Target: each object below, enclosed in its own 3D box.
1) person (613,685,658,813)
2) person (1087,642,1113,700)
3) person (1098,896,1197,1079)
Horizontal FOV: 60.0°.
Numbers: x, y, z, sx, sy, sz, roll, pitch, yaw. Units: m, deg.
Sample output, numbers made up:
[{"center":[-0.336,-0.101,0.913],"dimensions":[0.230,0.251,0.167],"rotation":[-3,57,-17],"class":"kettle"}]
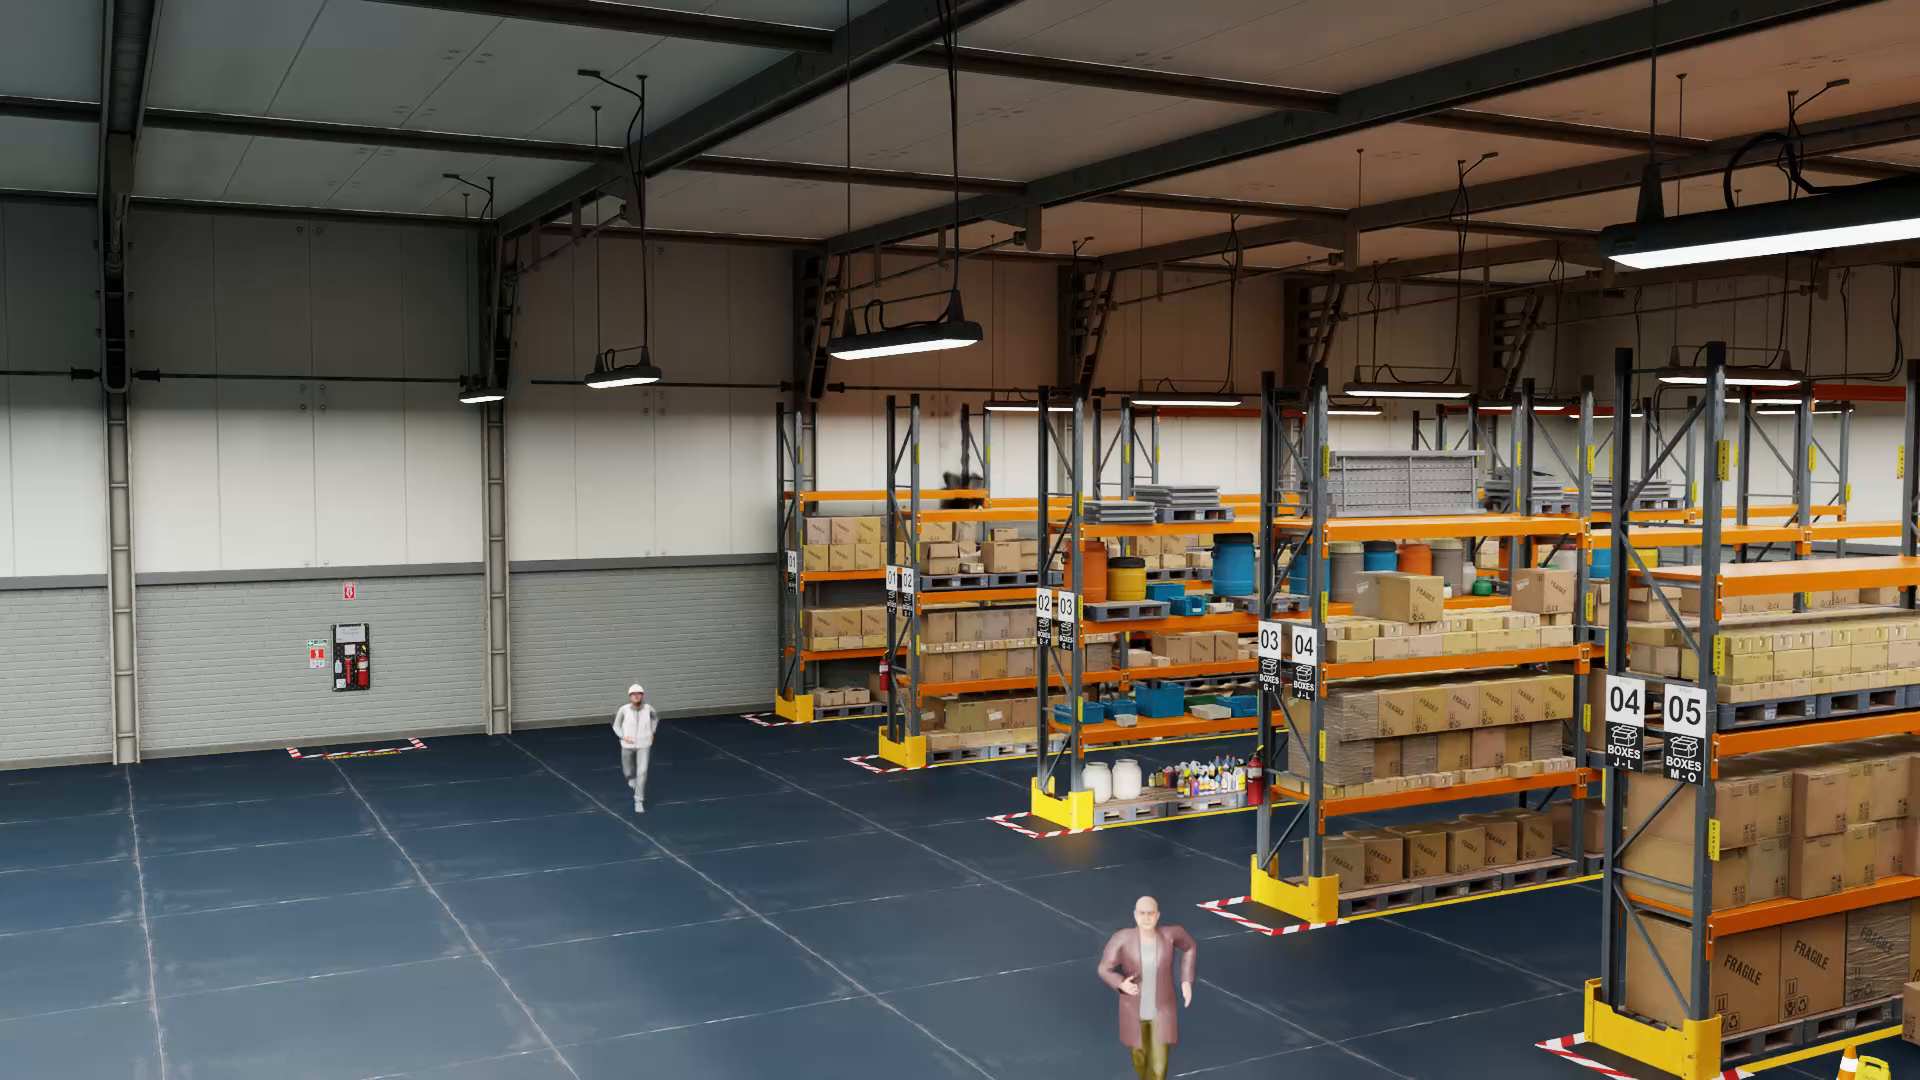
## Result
[{"center":[-4.656,2.956,23.865],"dimensions":[0.632,1.768,1.048],"rotation":[0,3,-7],"class":"person"},{"center":[2.450,2.251,31.094],"dimensions":[0.690,1.879,0.632],"rotation":[-2,4,-36],"class":"person"},{"center":[1.413,3.584,12.540],"dimensions":[0.738,1.853,0.971],"rotation":[0,3,7],"class":"person"}]
